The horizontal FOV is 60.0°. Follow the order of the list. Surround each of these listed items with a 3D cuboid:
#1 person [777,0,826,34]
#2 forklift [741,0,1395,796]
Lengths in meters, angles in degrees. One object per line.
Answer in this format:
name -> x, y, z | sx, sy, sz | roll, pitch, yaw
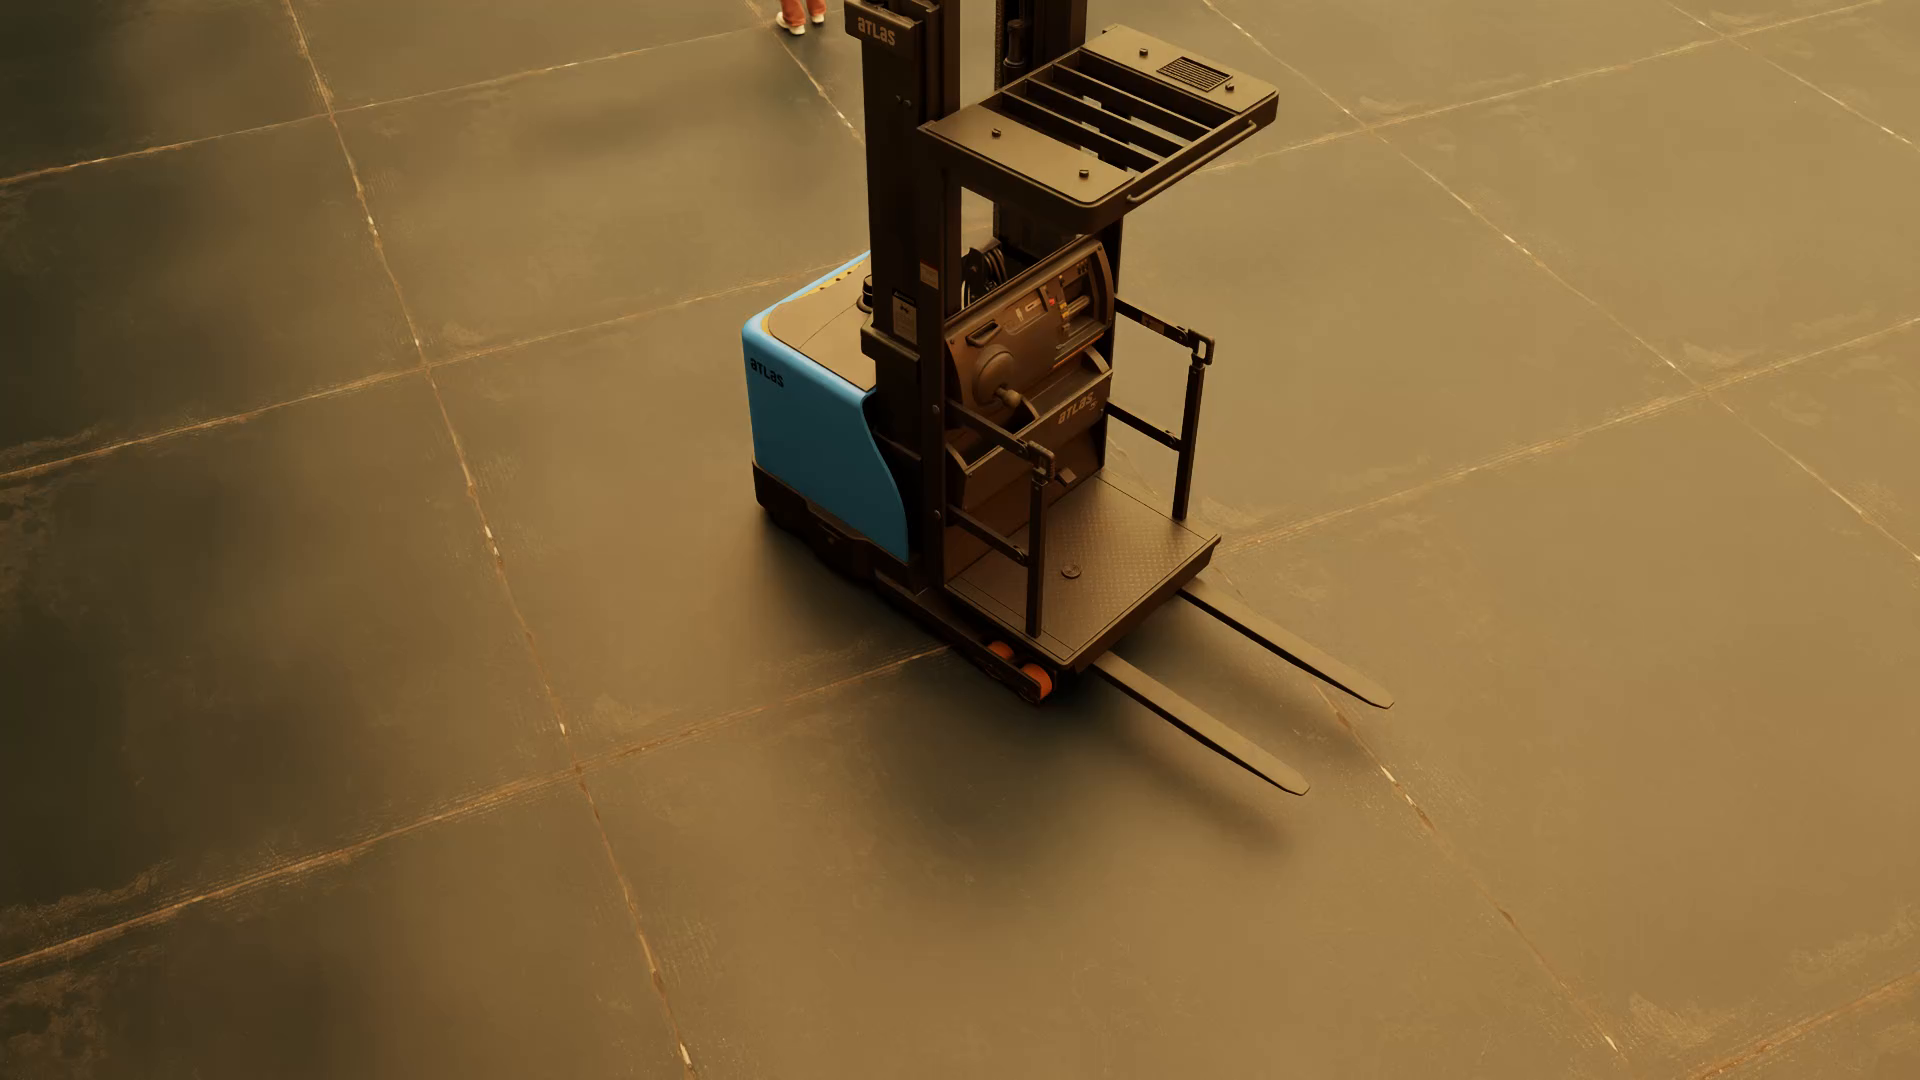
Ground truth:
person -> -1.163, -4.210, 11.101 | 0.554, 1.674, 0.548 | -17, 46, -18
forklift -> 0.445, -0.788, 6.525 | 3.031, 2.935, 1.130 | 32, 52, 30
